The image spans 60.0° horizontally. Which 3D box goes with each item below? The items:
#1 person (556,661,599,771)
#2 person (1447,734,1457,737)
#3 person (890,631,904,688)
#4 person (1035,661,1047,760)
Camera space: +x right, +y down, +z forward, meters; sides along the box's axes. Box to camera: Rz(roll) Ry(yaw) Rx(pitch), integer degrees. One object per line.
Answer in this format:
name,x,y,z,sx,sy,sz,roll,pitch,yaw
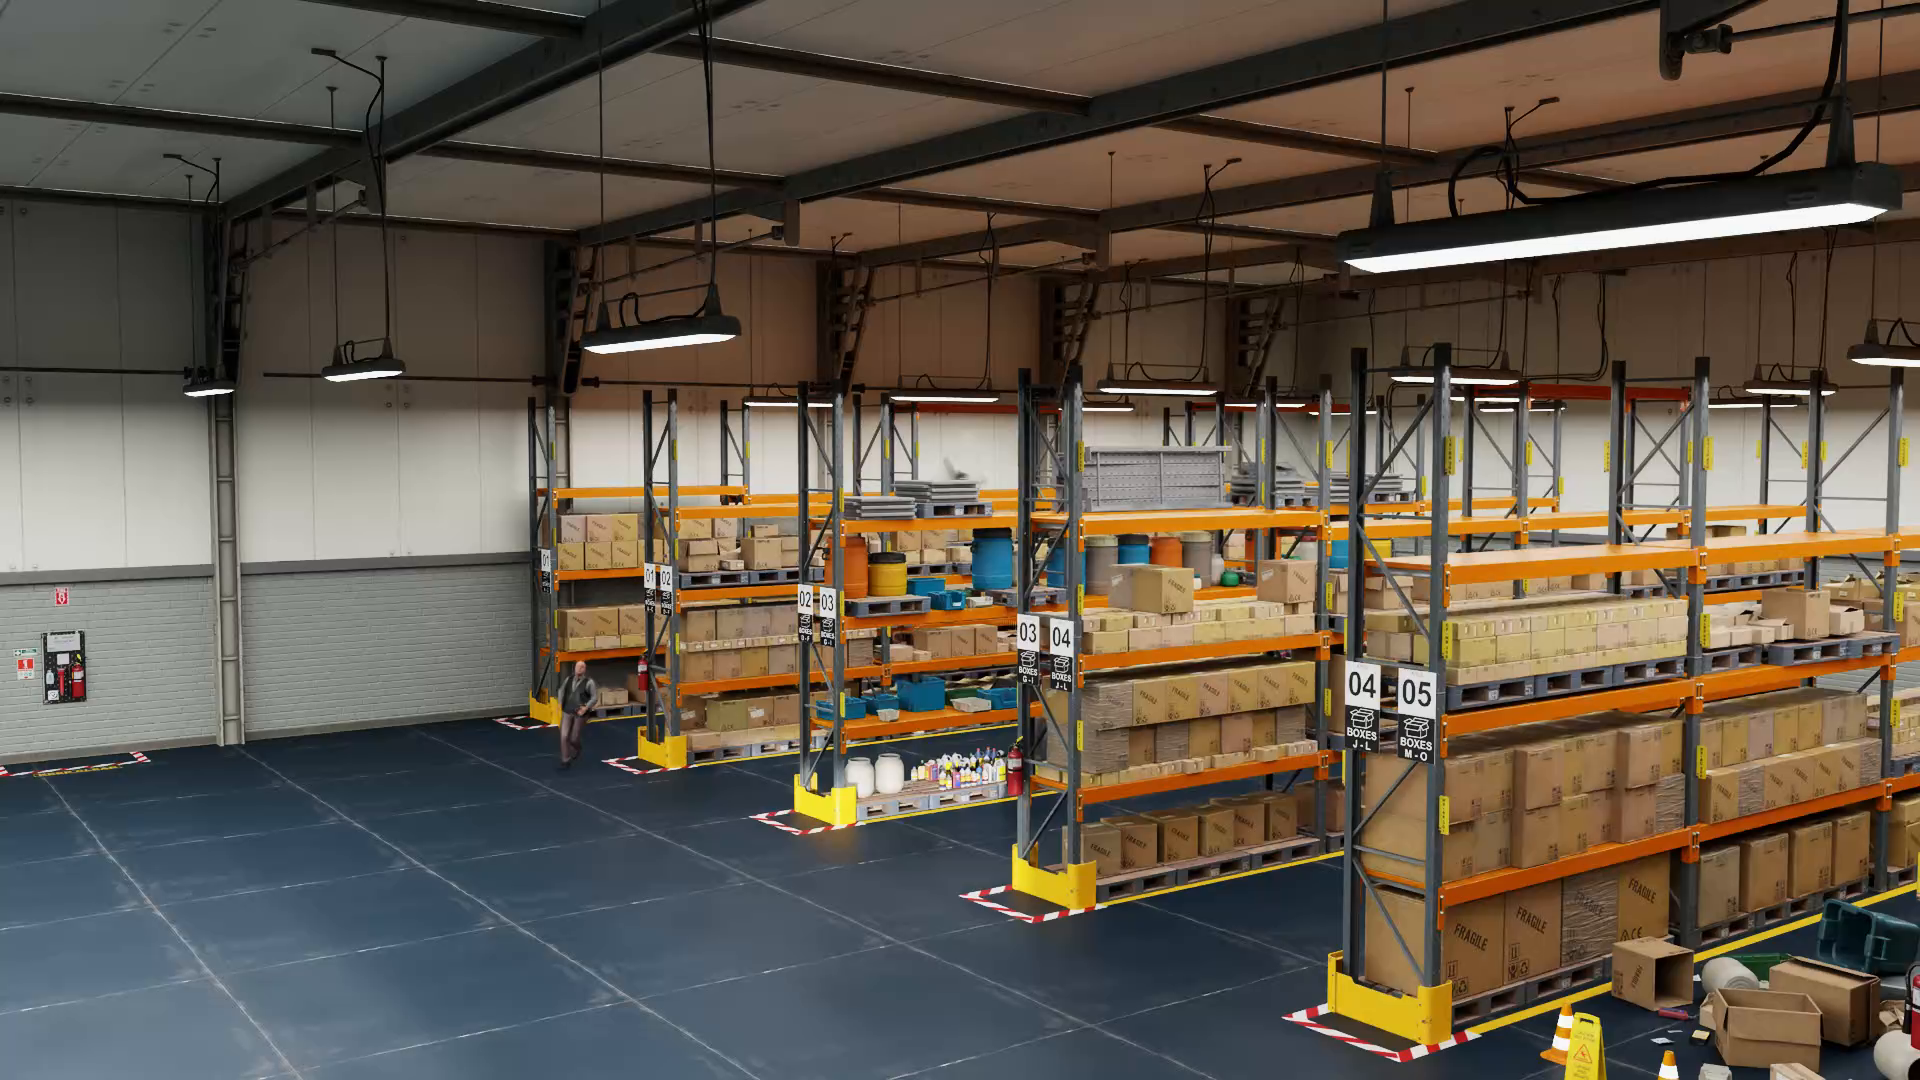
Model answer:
person,-6.092,2.776,26.387,0.700,1.696,0.701,0,3,8
person,5.754,3.152,19.455,0.737,1.839,0.626,-3,4,-41
person,-1.222,2.519,31.332,0.608,1.586,0.516,-3,4,-38
person,1.280,2.757,26.973,0.594,1.618,0.562,-2,4,-36
